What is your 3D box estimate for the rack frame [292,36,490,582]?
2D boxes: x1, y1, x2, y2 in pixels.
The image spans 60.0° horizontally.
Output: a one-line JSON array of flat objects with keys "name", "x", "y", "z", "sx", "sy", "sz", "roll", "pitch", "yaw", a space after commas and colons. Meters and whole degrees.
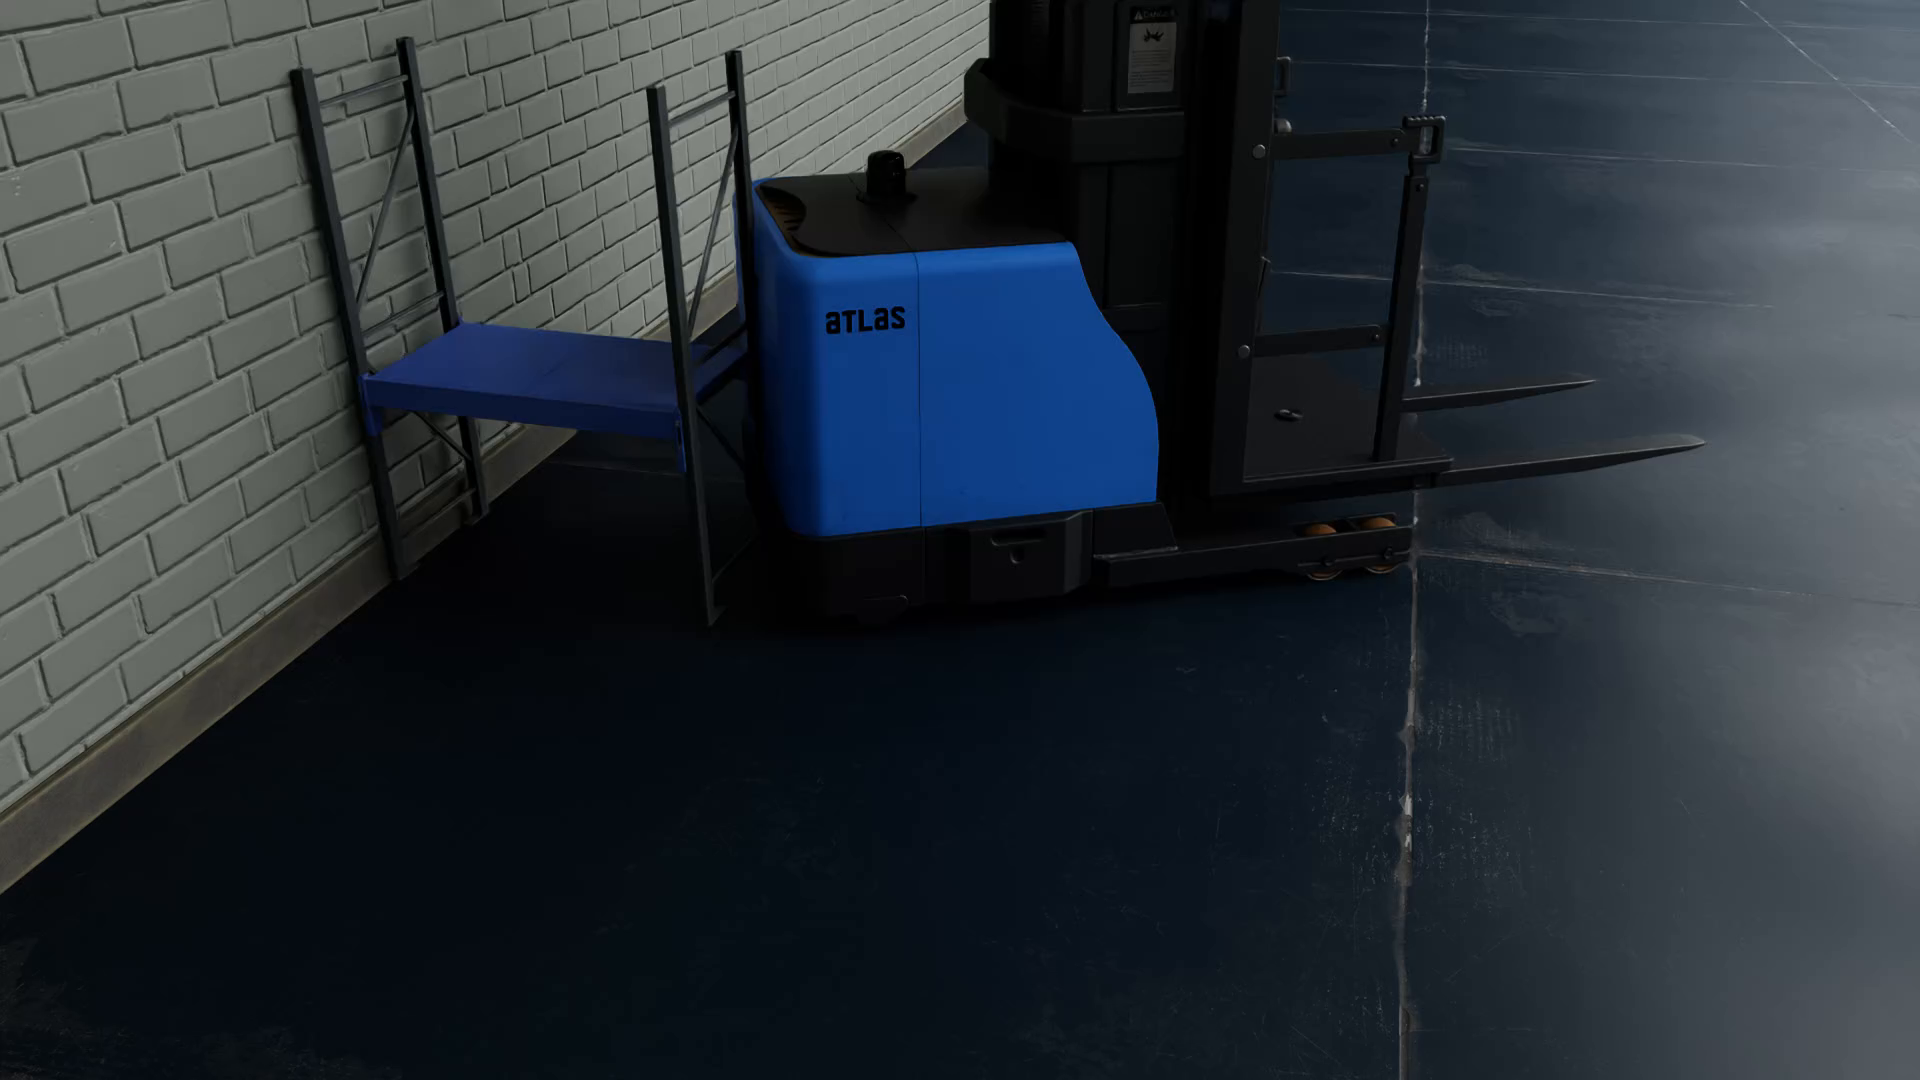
[{"name": "rack frame", "x": -1.628, "y": -0.653, "z": 4.851, "sx": 0.032, "sy": 1.500, "sz": 0.500, "roll": 7, "pitch": 28, "yaw": 16}]

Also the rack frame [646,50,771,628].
[{"name": "rack frame", "x": -0.659, "y": -0.531, "z": 4.571, "sx": 0.032, "sy": 1.500, "sz": 0.500, "roll": 7, "pitch": 28, "yaw": 16}]

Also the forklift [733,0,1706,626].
[{"name": "forklift", "x": 0.872, "y": -1.413, "z": 4.809, "sx": 3.031, "sy": 2.935, "sz": 1.130, "roll": -6, "pitch": 26, "yaw": -13}]

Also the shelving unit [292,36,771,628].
[{"name": "shelving unit", "x": -1.144, "y": -0.592, "z": 4.711, "sx": 1.048, "sy": 1.500, "sz": 0.538, "roll": 7, "pitch": 28, "yaw": 16}]

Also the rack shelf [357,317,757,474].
[{"name": "rack shelf", "x": -1.141, "y": -0.431, "z": 4.792, "sx": 1.000, "sy": 0.185, "sz": 0.538, "roll": 7, "pitch": 28, "yaw": 16}]
